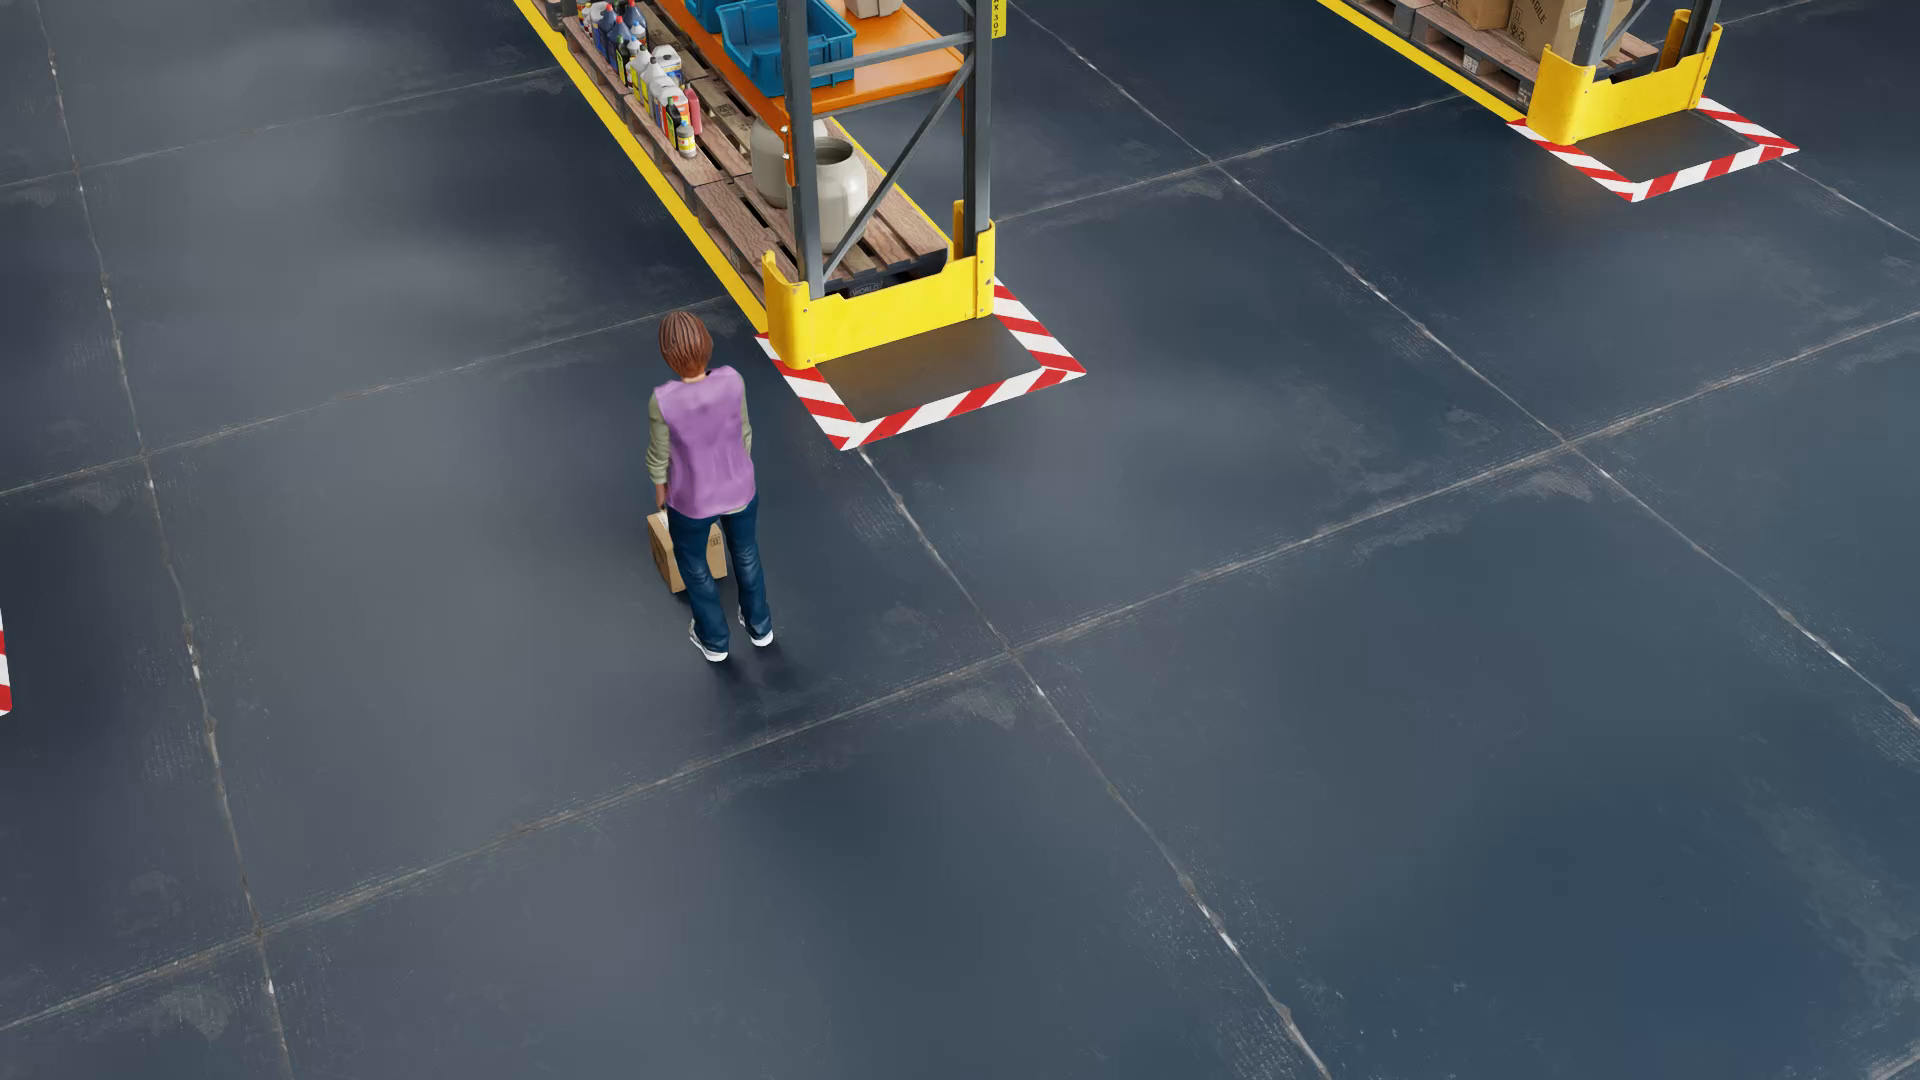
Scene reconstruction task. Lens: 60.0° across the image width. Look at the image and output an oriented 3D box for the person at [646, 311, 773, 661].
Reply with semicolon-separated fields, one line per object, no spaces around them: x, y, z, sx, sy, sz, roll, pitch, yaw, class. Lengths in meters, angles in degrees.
-0.972;-0.166;6.378;0.412;1.571;0.316;-18;45;-19;person
